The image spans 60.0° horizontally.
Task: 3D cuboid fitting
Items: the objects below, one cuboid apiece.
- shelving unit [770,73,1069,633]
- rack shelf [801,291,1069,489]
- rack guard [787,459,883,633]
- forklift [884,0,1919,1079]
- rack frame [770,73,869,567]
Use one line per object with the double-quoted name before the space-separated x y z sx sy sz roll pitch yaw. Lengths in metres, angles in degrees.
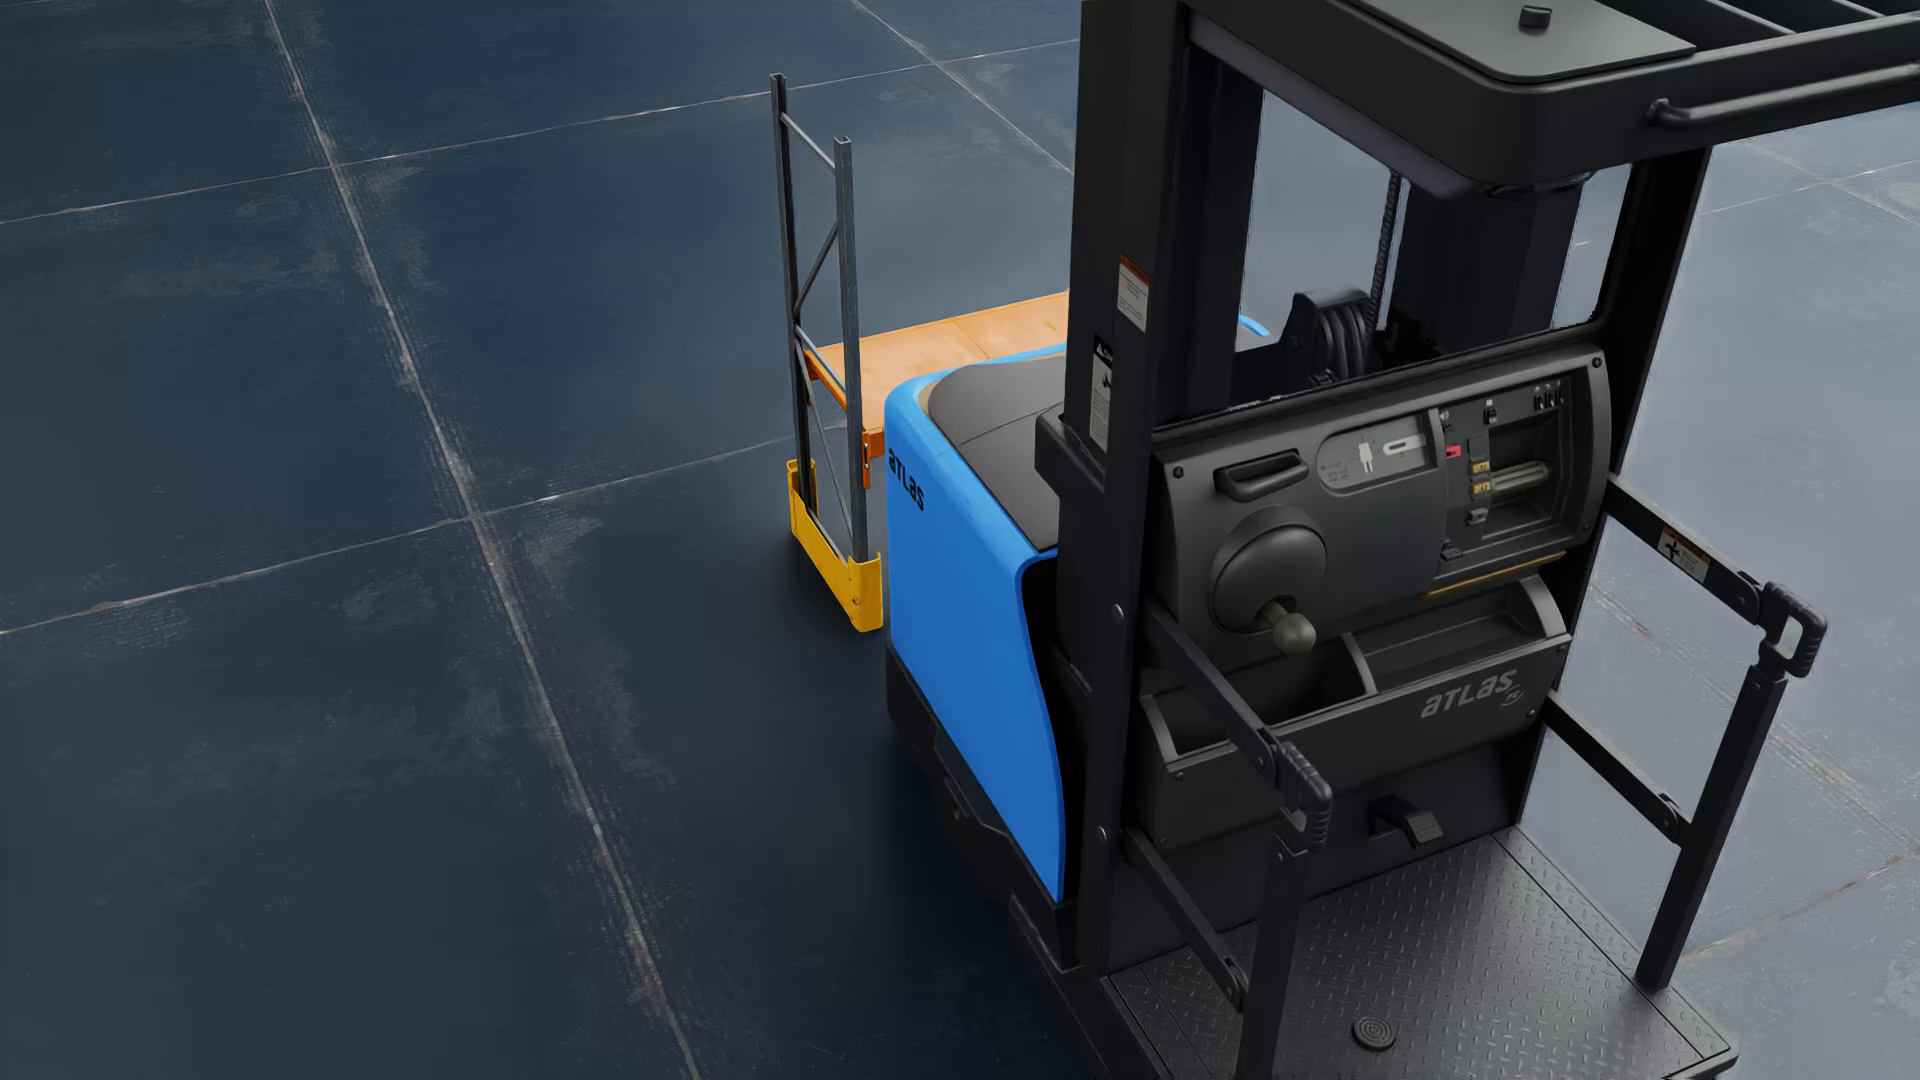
"shelving unit" 0.069 -0.622 4.829 1.083 1.500 0.587 -16 39 -20
"rack shelf" 0.077 -0.480 4.939 1.000 0.185 0.538 -16 39 -20
"rack guard" -0.382 0.006 5.032 0.087 0.250 0.587 -16 39 -20
"forklift" 0.863 -0.006 2.798 1.130 2.935 3.031 -15 39 -19
"rack frame" -0.383 -0.495 4.659 0.032 1.500 0.500 -16 39 -20
